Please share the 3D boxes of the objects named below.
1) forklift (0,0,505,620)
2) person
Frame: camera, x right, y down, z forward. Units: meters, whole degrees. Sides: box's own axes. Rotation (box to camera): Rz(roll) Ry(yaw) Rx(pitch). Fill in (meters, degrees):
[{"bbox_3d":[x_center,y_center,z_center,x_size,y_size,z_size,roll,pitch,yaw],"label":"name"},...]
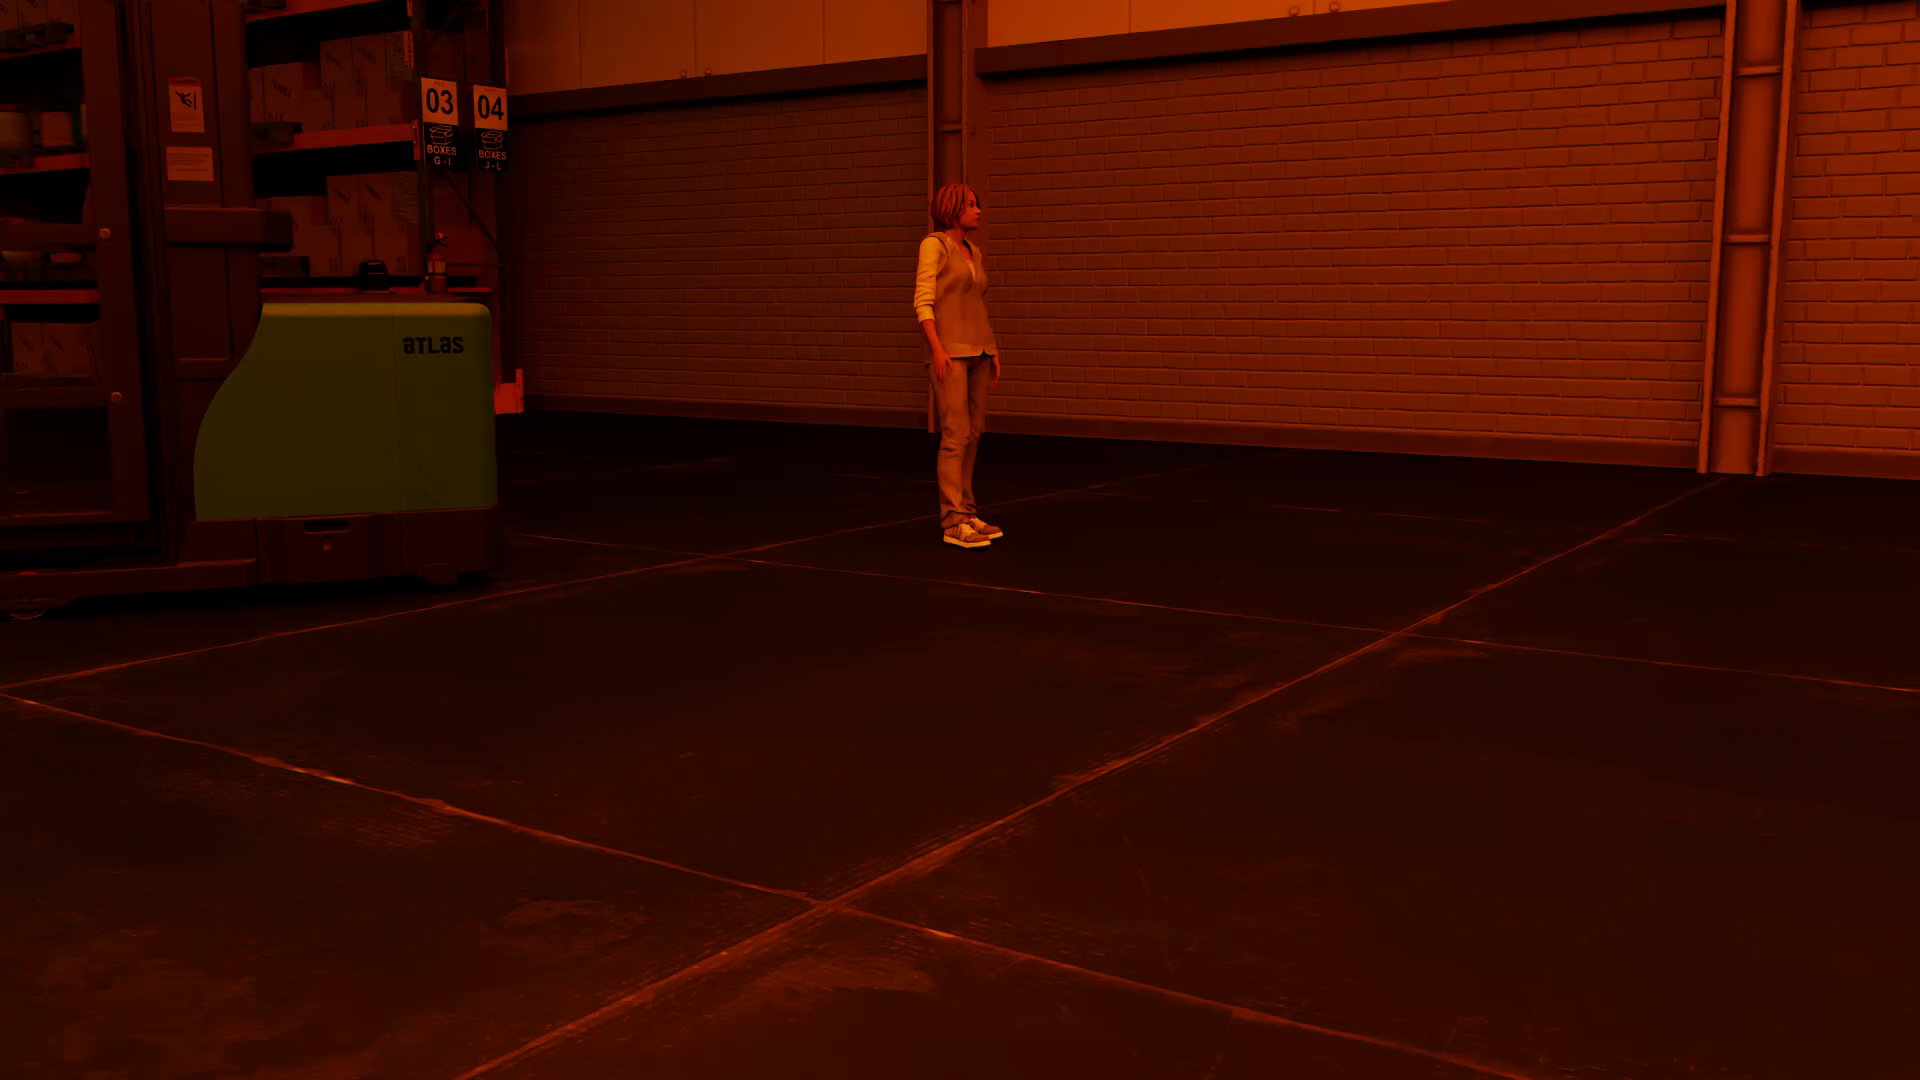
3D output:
[{"bbox_3d":[-3.311,-1.252,5.997,3.031,2.935,1.130,-3,9,-23],"label":"forklift"},{"bbox_3d":[0.053,-0.783,7.439,0.475,1.582,0.520,5,10,34],"label":"person"}]
